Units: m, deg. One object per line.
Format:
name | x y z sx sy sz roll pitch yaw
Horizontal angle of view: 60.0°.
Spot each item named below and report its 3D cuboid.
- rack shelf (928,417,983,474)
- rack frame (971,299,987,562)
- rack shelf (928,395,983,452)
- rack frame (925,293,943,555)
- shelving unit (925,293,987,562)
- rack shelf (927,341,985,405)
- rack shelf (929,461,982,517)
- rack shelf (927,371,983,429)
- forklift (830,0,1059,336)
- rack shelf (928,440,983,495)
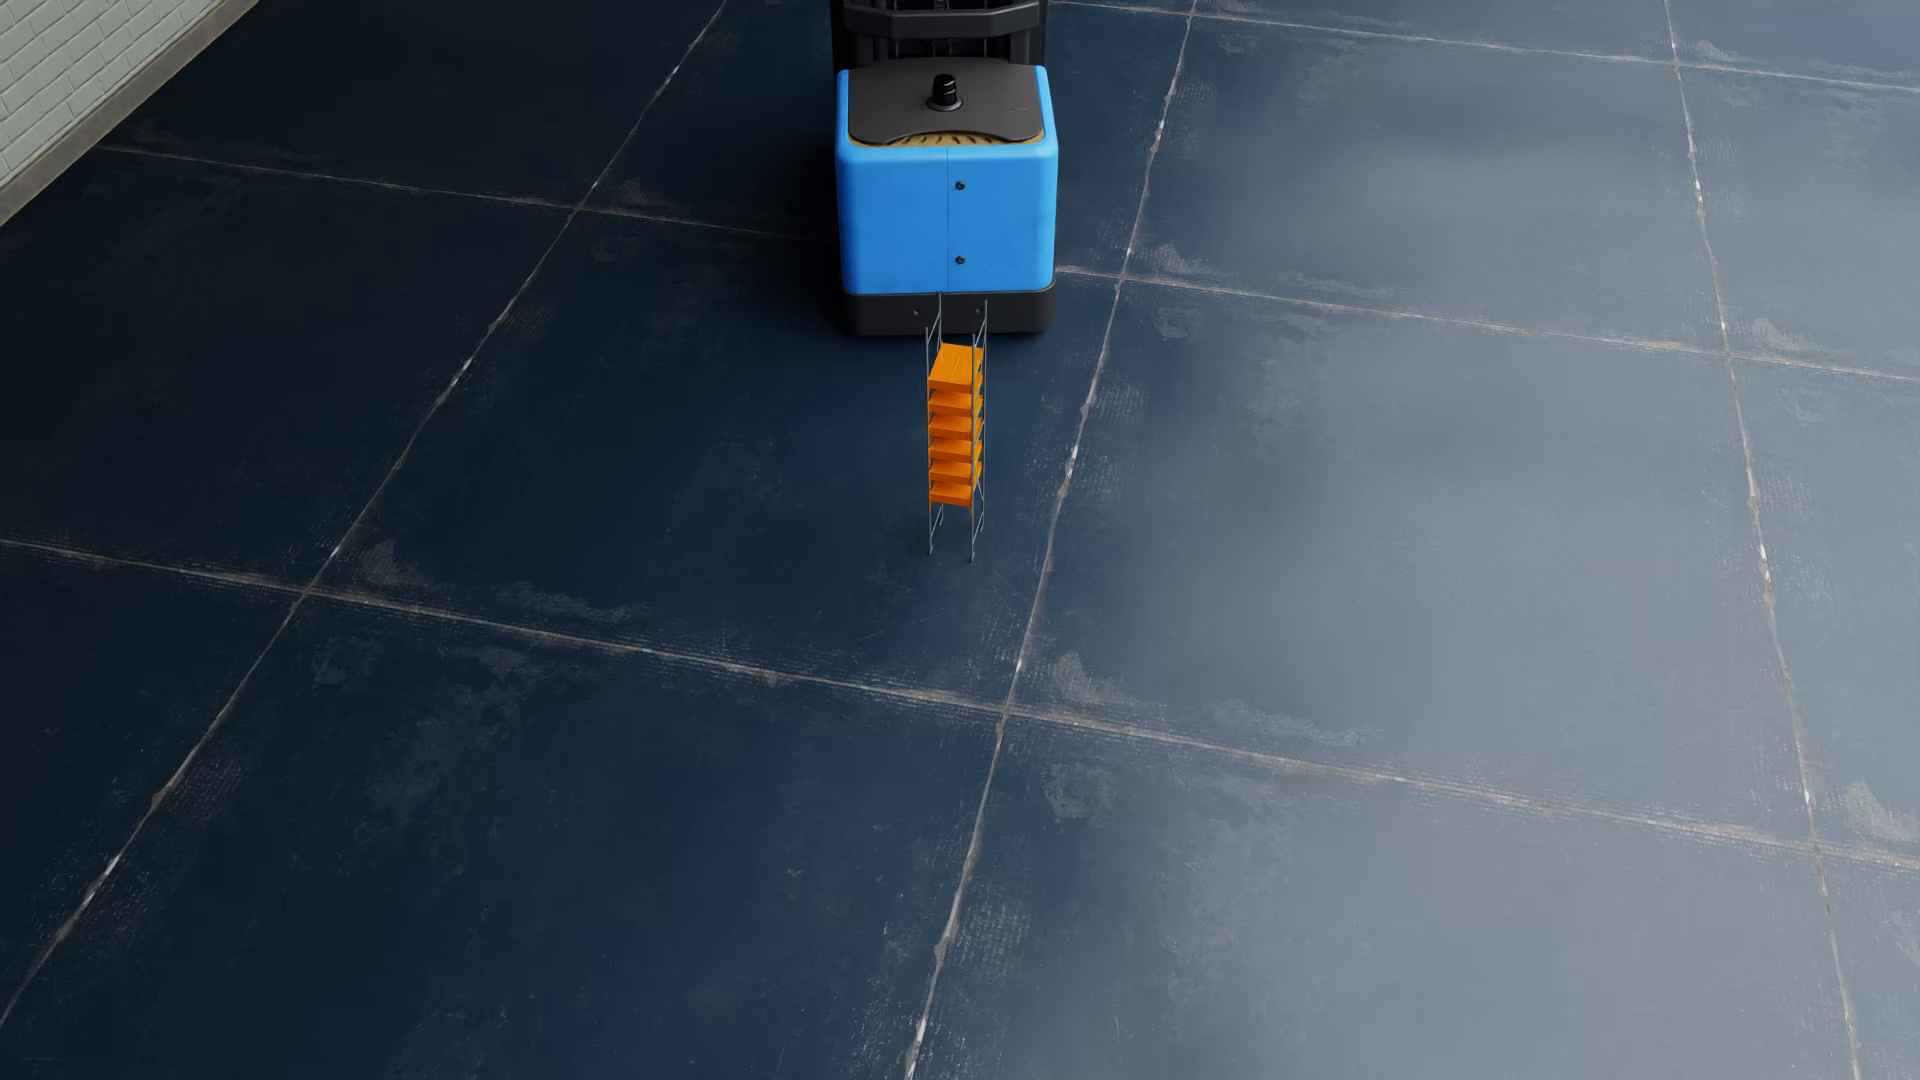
rack shelf | -0.014 -0.402 6.827 0.180 0.103 0.258 9 45 9
rack frame | 0.075 -0.421 6.782 0.006 1.200 0.240 9 45 9
rack shelf | -0.014 -0.489 6.744 0.180 0.103 0.258 9 45 9
rack frame | -0.103 -0.448 6.811 0.006 1.200 0.240 9 45 9
shelving unit | -0.014 -0.434 6.796 0.189 1.200 0.258 9 45 9
rack shelf | -0.014 -0.662 6.577 0.180 0.103 0.258 9 45 9
rack shelf | -0.014 -0.230 6.993 0.180 0.103 0.258 9 45 9
rack shelf | -0.014 -0.575 6.661 0.180 0.103 0.258 9 45 9
forklift | -0.116 -3.064 8.279 1.130 2.935 3.031 -2 44 -2
rack shelf | -0.014 -0.316 6.910 0.180 0.103 0.258 9 45 9
